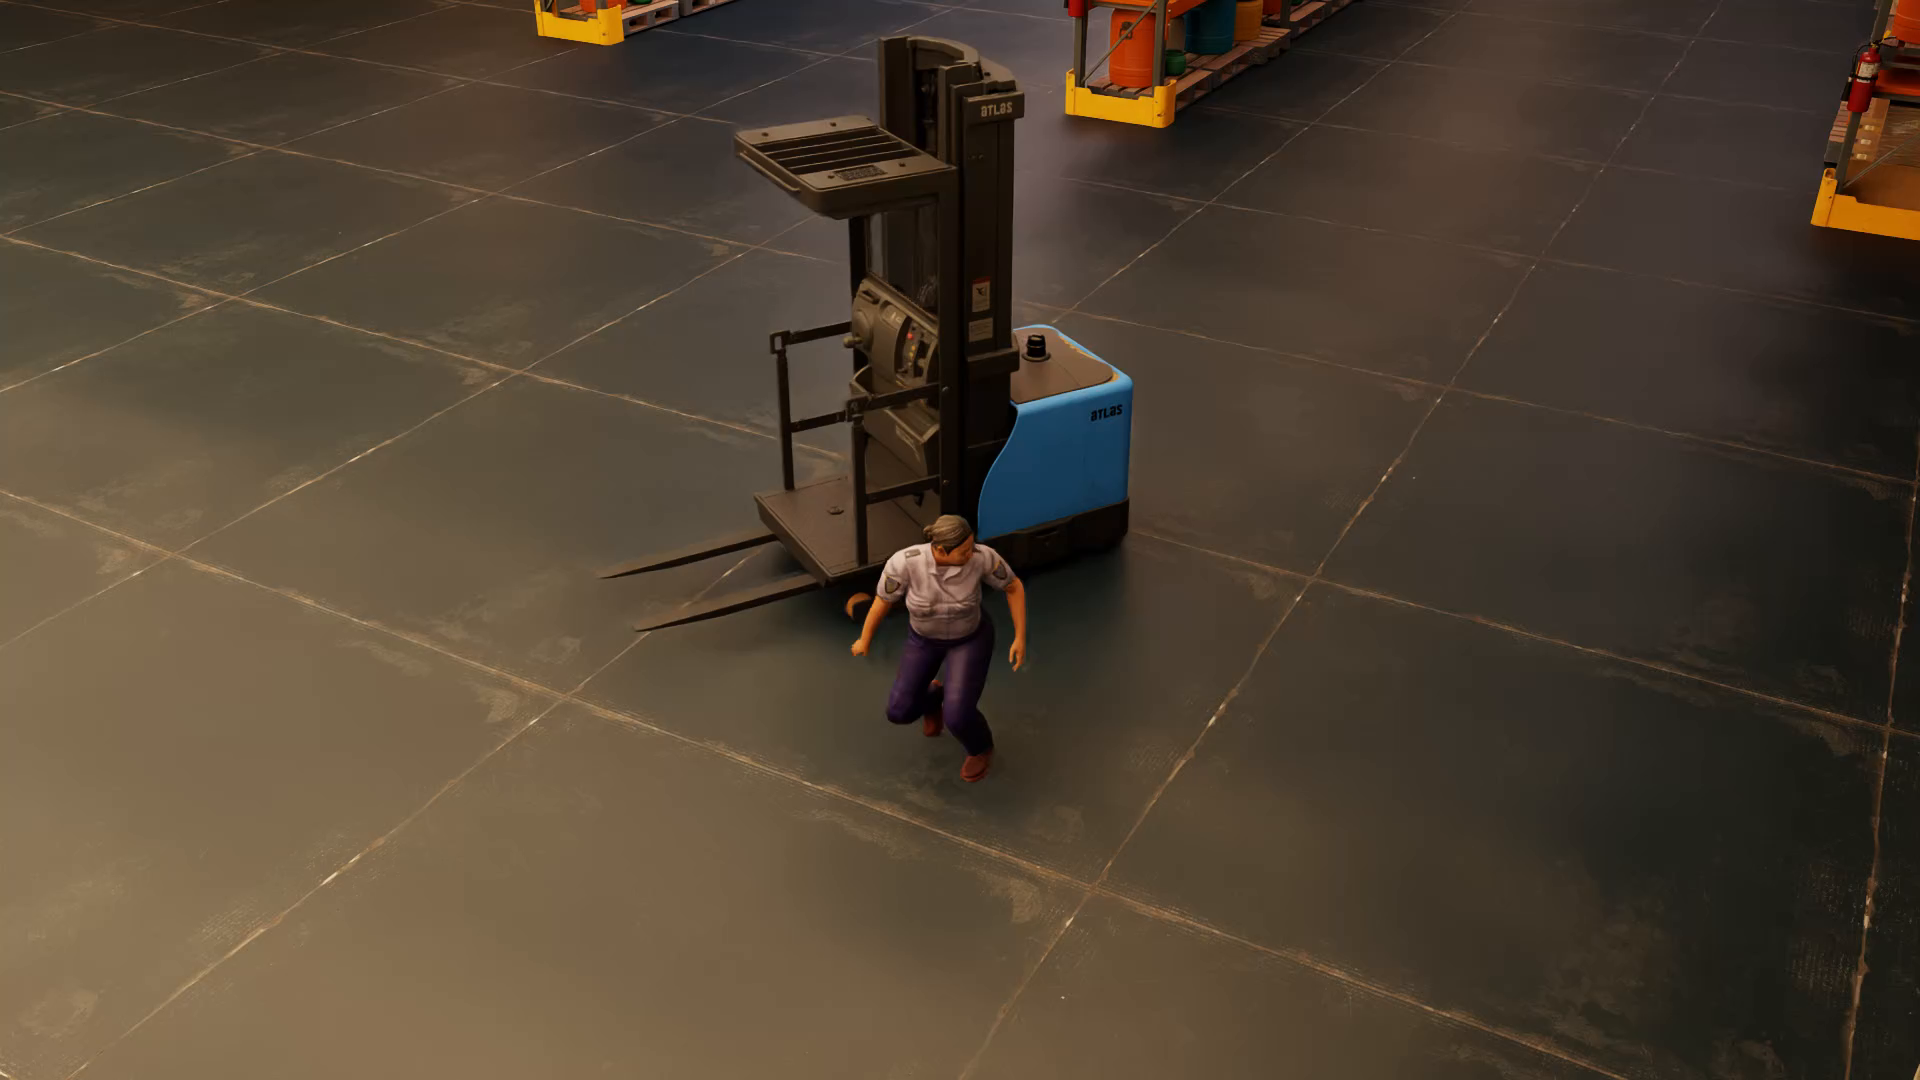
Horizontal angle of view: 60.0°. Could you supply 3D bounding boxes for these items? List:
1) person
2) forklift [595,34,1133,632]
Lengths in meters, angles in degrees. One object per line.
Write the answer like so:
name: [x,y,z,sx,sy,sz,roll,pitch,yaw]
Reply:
person: [-0.093,0.445,7.816,0.841,1.468,0.559,5,30,9]
forklift: [-0.540,-1.110,8.993,3.031,2.935,1.130,-15,33,-25]
